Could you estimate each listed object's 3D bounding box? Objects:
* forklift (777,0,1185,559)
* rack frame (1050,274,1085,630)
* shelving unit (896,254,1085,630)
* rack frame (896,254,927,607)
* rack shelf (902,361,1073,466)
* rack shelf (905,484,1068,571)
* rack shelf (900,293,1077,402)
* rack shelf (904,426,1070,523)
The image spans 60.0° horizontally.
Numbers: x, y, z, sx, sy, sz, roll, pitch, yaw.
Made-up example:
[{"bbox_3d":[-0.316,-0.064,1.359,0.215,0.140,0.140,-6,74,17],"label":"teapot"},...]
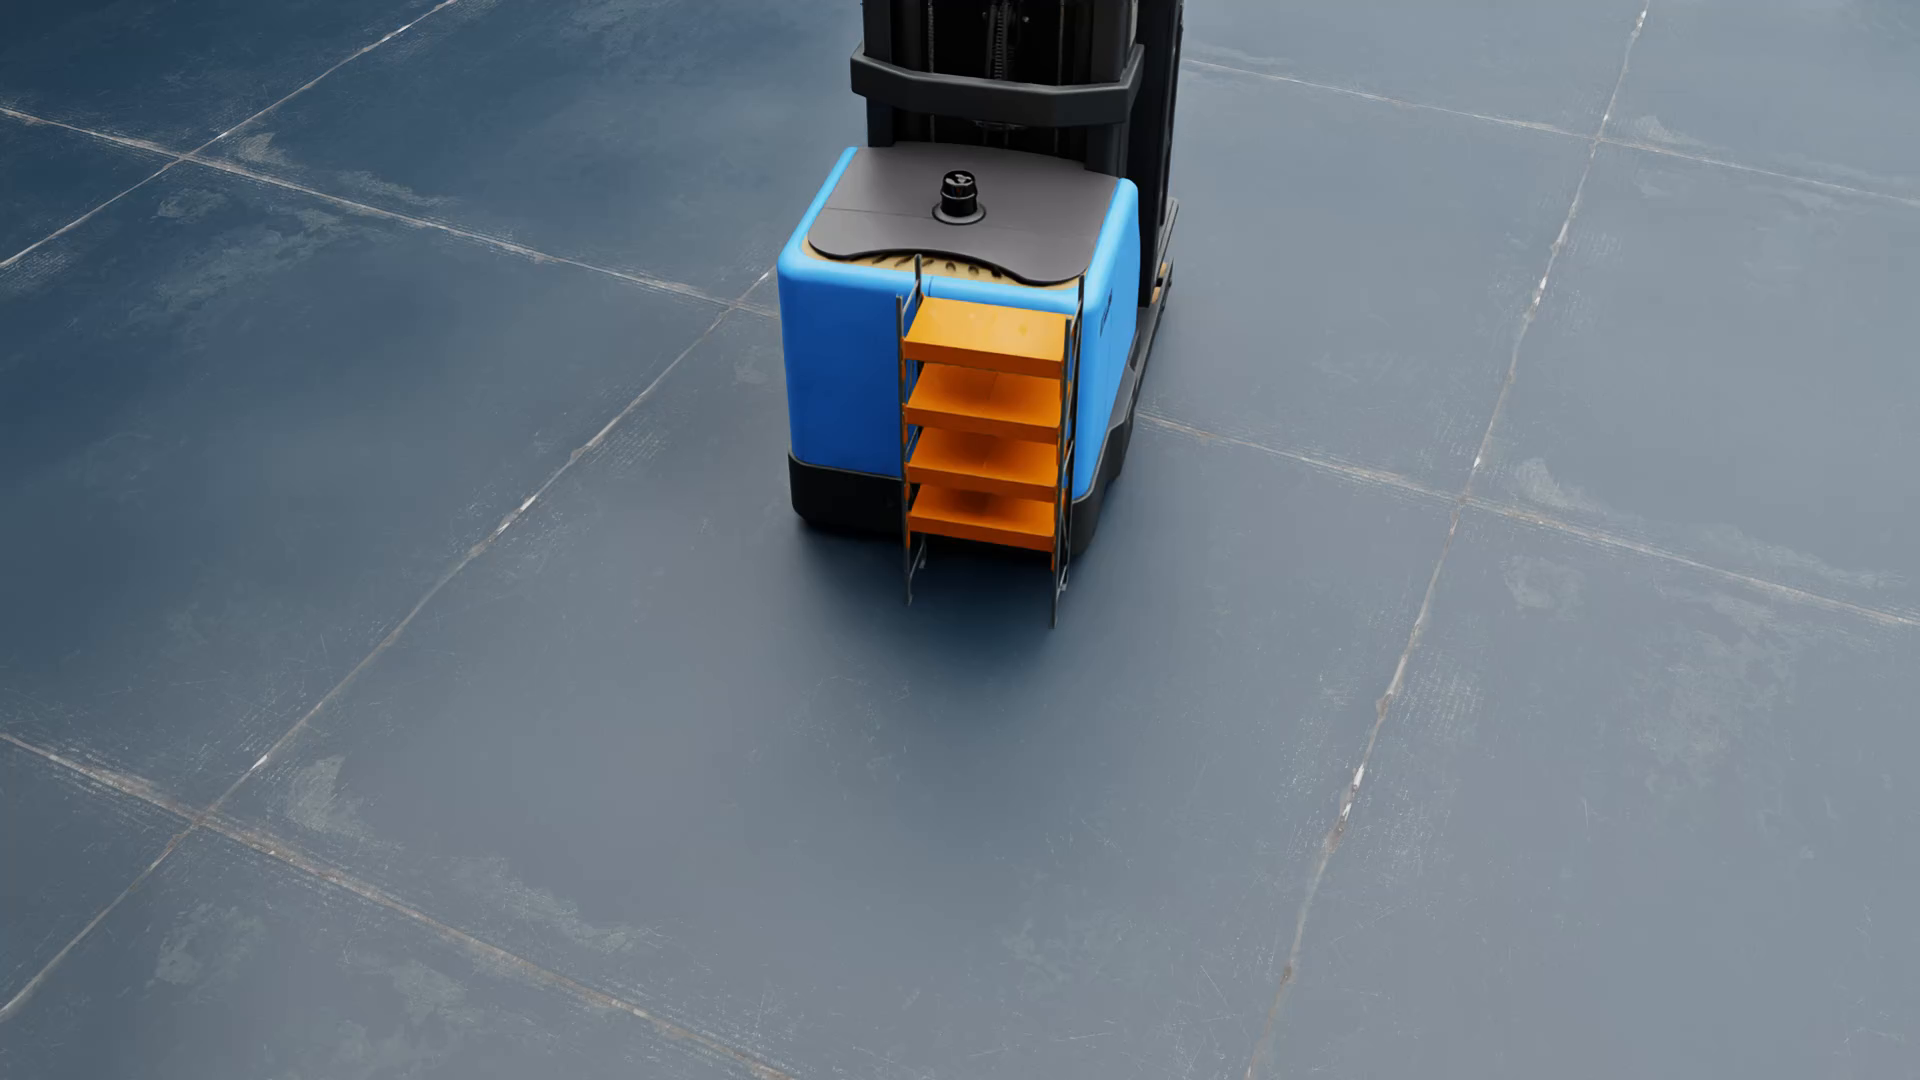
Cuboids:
[{"bbox_3d":[0.260,-2.018,5.841,1.130,2.935,3.031,9,42,10],"label":"forklift"},{"bbox_3d":[0.328,-0.237,5.108,0.015,1.200,0.240,9,42,10],"label":"rack frame"},{"bbox_3d":[0.090,-0.273,5.149,0.503,1.200,0.258,9,42,10],"label":"shelving unit"},{"bbox_3d":[-0.148,-0.310,5.191,0.015,1.200,0.240,9,42,10],"label":"rack frame"},{"bbox_3d":[0.090,-0.392,5.047,0.480,0.148,0.258,9,42,10],"label":"rack shelf"},{"bbox_3d":[0.090,-0.073,5.324,0.480,0.148,0.258,9,42,10],"label":"rack shelf"},{"bbox_3d":[0.090,-0.570,4.892,0.480,0.148,0.258,9,42,10],"label":"rack shelf"},{"bbox_3d":[0.090,-0.223,5.193,0.480,0.148,0.258,9,42,10],"label":"rack shelf"}]
